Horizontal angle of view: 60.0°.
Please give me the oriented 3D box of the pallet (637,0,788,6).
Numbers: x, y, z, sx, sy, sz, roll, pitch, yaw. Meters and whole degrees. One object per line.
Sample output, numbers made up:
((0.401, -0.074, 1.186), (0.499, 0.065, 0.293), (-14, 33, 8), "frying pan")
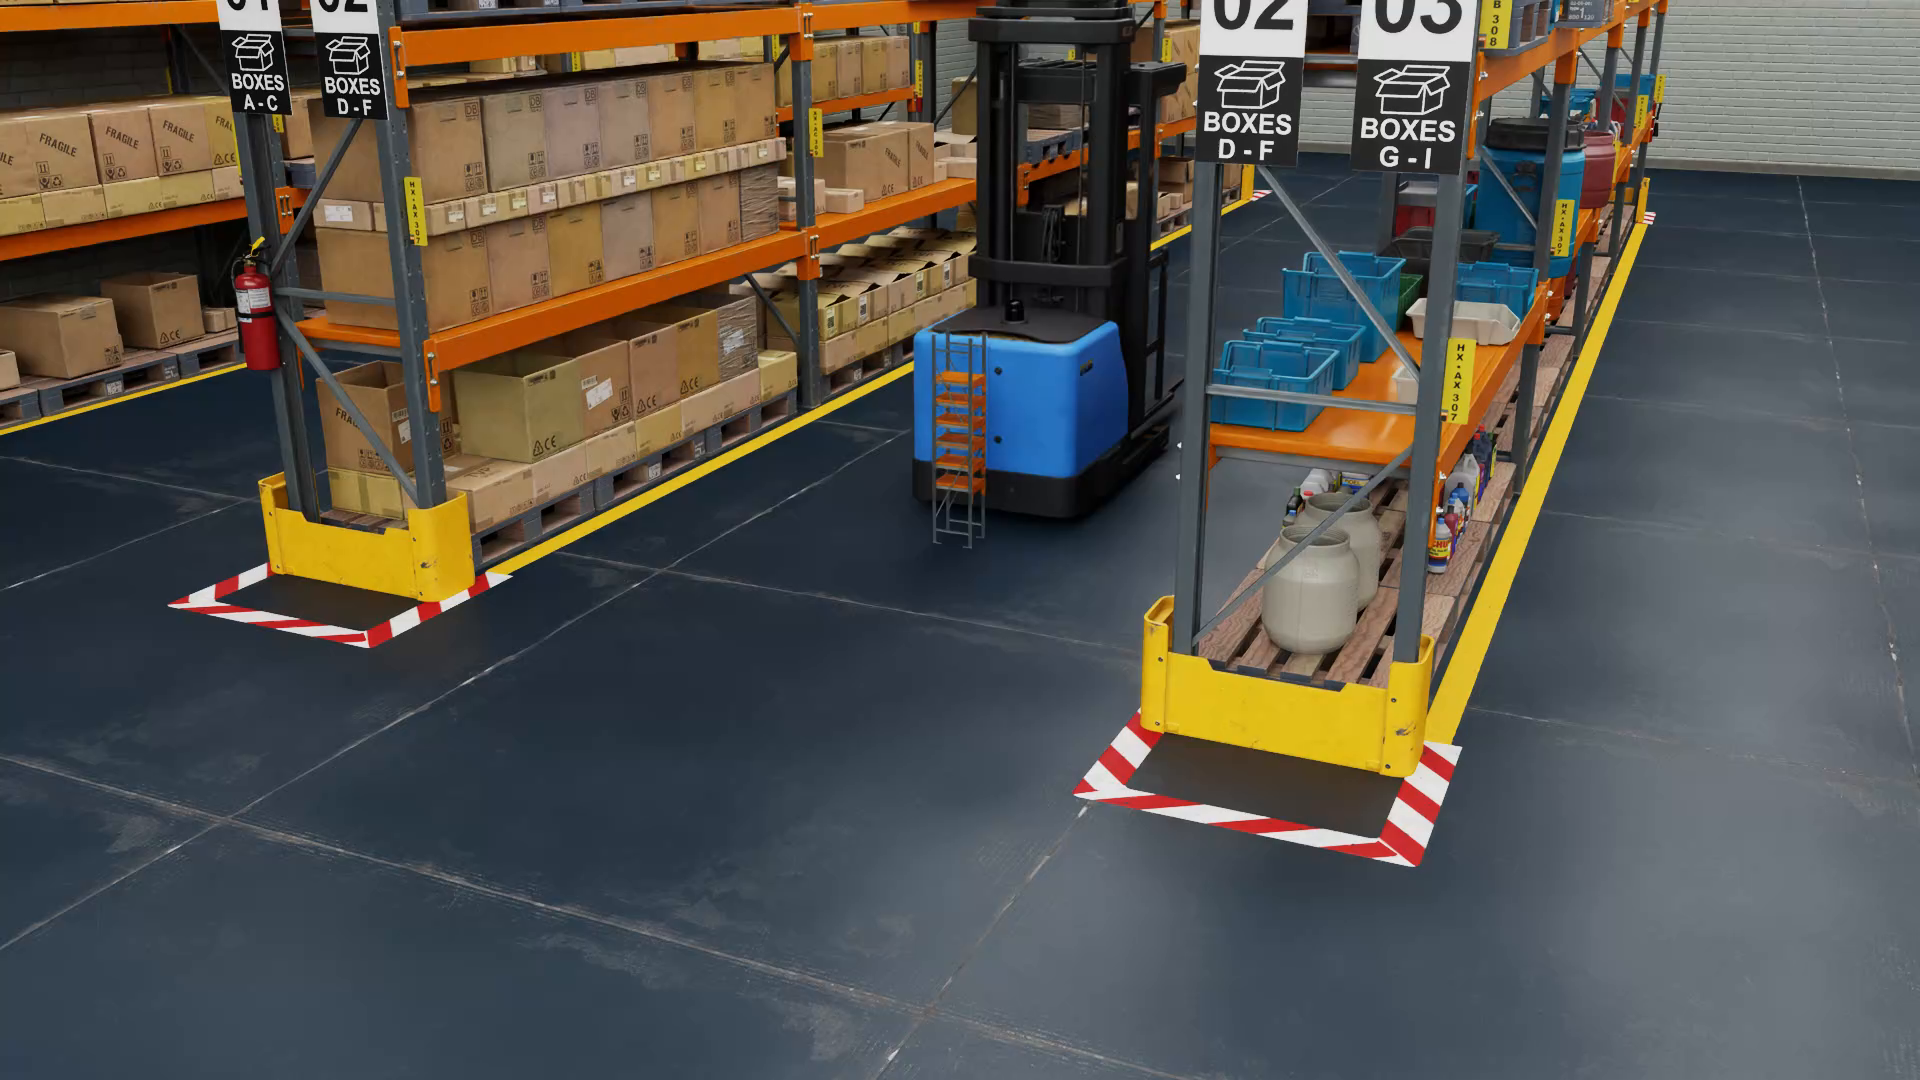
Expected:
((-1.830, -3.555, 10.645), (1.003, 0.211, 1.213), (9, 21, 23), "pallet")

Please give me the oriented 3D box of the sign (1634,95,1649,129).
((6.791, -4.267, 16.578), (0.100, 0.325, 0.005), (9, 21, 23), "sign")

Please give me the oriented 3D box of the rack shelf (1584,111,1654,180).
((7.109, -4.485, 18.678), (1.077, 0.370, 4.000), (9, 21, 23), "rack shelf")

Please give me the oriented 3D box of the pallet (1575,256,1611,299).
((5.936, -2.669, 16.658), (1.003, 0.211, 1.213), (9, 21, 23), "pallet")

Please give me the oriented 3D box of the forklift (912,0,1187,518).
((0.759, -1.964, 10.616), (1.130, 2.935, 3.031), (8, 21, 22), "forklift")

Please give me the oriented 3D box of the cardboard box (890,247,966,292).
((-0.272, -2.330, 14.183), (0.500, 0.311, 0.500), (8, 21, 22), "cardboard box")

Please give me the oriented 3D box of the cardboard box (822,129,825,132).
((-2.059, -5.494, 22.575), (0.380, 0.149, 0.250), (8, 21, 22), "cardboard box")

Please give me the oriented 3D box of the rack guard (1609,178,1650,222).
((7.926, -4.267, 20.721), (1.175, 0.500, 0.348), (9, 21, 23), "rack guard")

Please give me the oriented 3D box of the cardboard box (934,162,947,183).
((-0.337, -3.155, 14.238), (0.380, 0.149, 0.250), (10, 22, 27), "cardboard box")

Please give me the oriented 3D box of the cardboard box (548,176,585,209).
((-2.363, -1.984, 9.454), (0.380, 0.149, 0.250), (8, 21, 21), "cardboard box")

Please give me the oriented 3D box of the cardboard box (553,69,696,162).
((-2.091, -2.662, 10.393), (0.700, 0.500, 0.500), (9, 21, 23), "cardboard box")

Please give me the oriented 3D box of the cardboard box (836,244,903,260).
((-0.767, -2.400, 14.381), (0.500, 0.311, 0.500), (8, 21, 21), "cardboard box")

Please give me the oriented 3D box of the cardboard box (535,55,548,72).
((-4.438, -5.074, 17.516), (0.500, 0.250, 0.500), (9, 22, 24), "cardboard box")

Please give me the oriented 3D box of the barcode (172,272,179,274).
((-6.465, -2.175, 13.704), (0.001, 0.075, 0.075), (9, 21, 23), "barcode")

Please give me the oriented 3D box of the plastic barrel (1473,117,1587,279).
((3.448, -2.080, 10.093), (0.600, 0.901, 0.708), (9, 21, 23), "plastic barrel")

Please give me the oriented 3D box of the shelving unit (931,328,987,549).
((-0.006, -0.561, 9.255), (0.258, 1.200, 0.189), (9, 21, 23), "shelving unit")

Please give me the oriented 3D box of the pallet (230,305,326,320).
((-5.707, -2.051, 14.921), (1.003, 0.211, 1.213), (9, 21, 23), "pallet")

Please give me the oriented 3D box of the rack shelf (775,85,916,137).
((-1.930, -5.845, 22.500), (1.077, 0.370, 4.000), (9, 21, 23), "rack shelf")

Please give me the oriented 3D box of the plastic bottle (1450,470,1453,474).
((2.698, -0.307, 9.253), (0.061, 0.283, 0.133), (9, 21, 23), "plastic bottle")

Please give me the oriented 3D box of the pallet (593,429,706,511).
((-2.366, -0.523, 10.623), (1.003, 0.211, 1.213), (9, 21, 23), "pallet")

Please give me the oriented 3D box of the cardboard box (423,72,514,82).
((-4.774, -4.284, 16.233), (0.700, 0.500, 0.500), (6, 21, 18), "cardboard box")

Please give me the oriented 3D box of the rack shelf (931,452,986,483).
((-0.006, -0.406, 9.310), (0.258, 0.103, 0.180), (9, 21, 23), "rack shelf")

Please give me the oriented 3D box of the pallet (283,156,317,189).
((-5.579, -3.250, 14.417), (1.003, 0.211, 1.213), (9, 21, 23), "pallet")

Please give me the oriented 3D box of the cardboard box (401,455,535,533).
((-2.719, -0.261, 9.203), (0.500, 0.250, 0.500), (9, 21, 23), "cardboard box")

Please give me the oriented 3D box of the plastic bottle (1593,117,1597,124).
((6.080, -3.883, 15.986), (0.144, 0.351, 0.185), (9, 21, 23), "plastic bottle")

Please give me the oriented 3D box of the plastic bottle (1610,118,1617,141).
((6.212, -3.864, 15.930), (0.144, 0.351, 0.185), (9, 21, 23), "plastic bottle")

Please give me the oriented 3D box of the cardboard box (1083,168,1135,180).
((1.747, -4.136, 19.697), (0.500, 0.500, 0.500), (9, 21, 23), "cardboard box")

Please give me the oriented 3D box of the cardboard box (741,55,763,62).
((-2.708, -5.593, 20.096), (0.500, 0.500, 0.500), (8, 21, 22), "cardboard box")

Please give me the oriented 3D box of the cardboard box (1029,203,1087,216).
((1.000, -3.114, 16.822), (0.500, 0.500, 0.500), (8, 21, 22), "cardboard box")

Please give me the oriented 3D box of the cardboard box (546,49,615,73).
((-3.954, -5.012, 17.342), (0.500, 0.250, 0.500), (9, 22, 24), "cardboard box")

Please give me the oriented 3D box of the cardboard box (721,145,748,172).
((-1.628, -2.533, 10.996), (0.380, 0.149, 0.250), (8, 21, 21), "cardboard box")

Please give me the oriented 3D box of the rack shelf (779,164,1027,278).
((-0.685, -2.721, 13.716), (1.077, 0.370, 4.000), (9, 21, 23), "rack shelf")

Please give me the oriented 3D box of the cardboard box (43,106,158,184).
((-6.351, -2.926, 12.294), (0.500, 0.500, 0.500), (8, 21, 21), "cardboard box")

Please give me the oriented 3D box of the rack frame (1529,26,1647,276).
((6.290, -4.213, 16.838), (1.000, 3.000, 0.127), (9, 21, 23), "rack frame")

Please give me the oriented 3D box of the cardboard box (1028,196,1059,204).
((0.724, -3.338, 17.452), (0.500, 0.500, 0.500), (8, 21, 21), "cardboard box")

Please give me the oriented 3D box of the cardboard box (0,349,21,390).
((-7.064, -1.218, 11.772), (0.500, 0.311, 0.500), (11, 22, 27), "cardboard box")

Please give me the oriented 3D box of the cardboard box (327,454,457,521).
((-3.192, -0.332, 9.403), (0.500, 0.250, 0.500), (9, 21, 23), "cardboard box")

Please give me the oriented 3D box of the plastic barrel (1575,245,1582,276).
((5.761, -3.042, 16.050), (0.600, 0.901, 0.708), (9, 21, 23), "plastic barrel")

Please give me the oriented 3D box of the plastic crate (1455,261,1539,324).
((2.808, -1.322, 8.930), (0.499, 0.251, 0.616), (9, 21, 23), "plastic crate")

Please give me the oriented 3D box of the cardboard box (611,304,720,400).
((-1.911, -1.227, 10.801), (0.500, 0.500, 0.500), (9, 21, 23), "cardboard box")

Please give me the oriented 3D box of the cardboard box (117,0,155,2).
((-6.225, -4.255, 12.302), (0.500, 0.500, 0.500), (7, 21, 18), "cardboard box")

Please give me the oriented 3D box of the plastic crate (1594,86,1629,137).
((6.884, -4.510, 17.488), (0.402, 0.464, 0.583), (9, 21, 23), "plastic crate")

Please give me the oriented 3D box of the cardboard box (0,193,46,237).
((-6.759, -2.264, 11.552), (0.500, 0.250, 0.500), (8, 21, 22), "cardboard box")

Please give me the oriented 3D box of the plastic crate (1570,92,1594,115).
((7.257, -5.153, 19.643), (0.416, 0.233, 0.300), (9, 21, 23), "plastic crate")

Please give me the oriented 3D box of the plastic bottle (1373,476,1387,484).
((2.436, -0.517, 9.742), (0.144, 0.351, 0.185), (9, 21, 23), "plastic bottle")

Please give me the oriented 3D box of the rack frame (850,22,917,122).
((-1.111, -6.795, 24.099), (1.000, 3.000, 0.127), (9, 21, 23), "rack frame")

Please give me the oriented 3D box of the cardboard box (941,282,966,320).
((-0.275, -2.068, 14.283), (0.500, 0.250, 0.500), (9, 22, 24), "cardboard box")

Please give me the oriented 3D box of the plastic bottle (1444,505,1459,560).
((2.512, -0.050, 8.530), (0.061, 0.283, 0.133), (9, 21, 24), "plastic bottle")

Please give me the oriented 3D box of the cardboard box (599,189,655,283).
((-2.308, -1.887, 10.149), (0.700, 0.500, 0.500), (9, 22, 24), "cardboard box")

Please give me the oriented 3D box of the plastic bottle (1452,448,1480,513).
((2.802, -0.333, 9.224), (0.144, 0.351, 0.185), (8, 21, 22), "plastic bottle")

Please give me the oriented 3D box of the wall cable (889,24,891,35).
((-1.449, -7.795, 25.394), (0.084, 1.984, 1.851), (9, 21, 23), "wall cable")

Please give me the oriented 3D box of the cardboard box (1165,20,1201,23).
((2.781, -6.374, 21.274), (0.500, 0.500, 0.500), (9, 21, 23), "cardboard box")

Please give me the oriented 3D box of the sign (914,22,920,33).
((-0.621, -7.373, 23.644), (0.100, 0.325, 0.005), (9, 21, 23), "sign")

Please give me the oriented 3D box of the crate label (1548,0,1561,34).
((2.444, -2.415, 7.527), (0.502, 0.251, 0.408), (9, 21, 23), "crate label")
